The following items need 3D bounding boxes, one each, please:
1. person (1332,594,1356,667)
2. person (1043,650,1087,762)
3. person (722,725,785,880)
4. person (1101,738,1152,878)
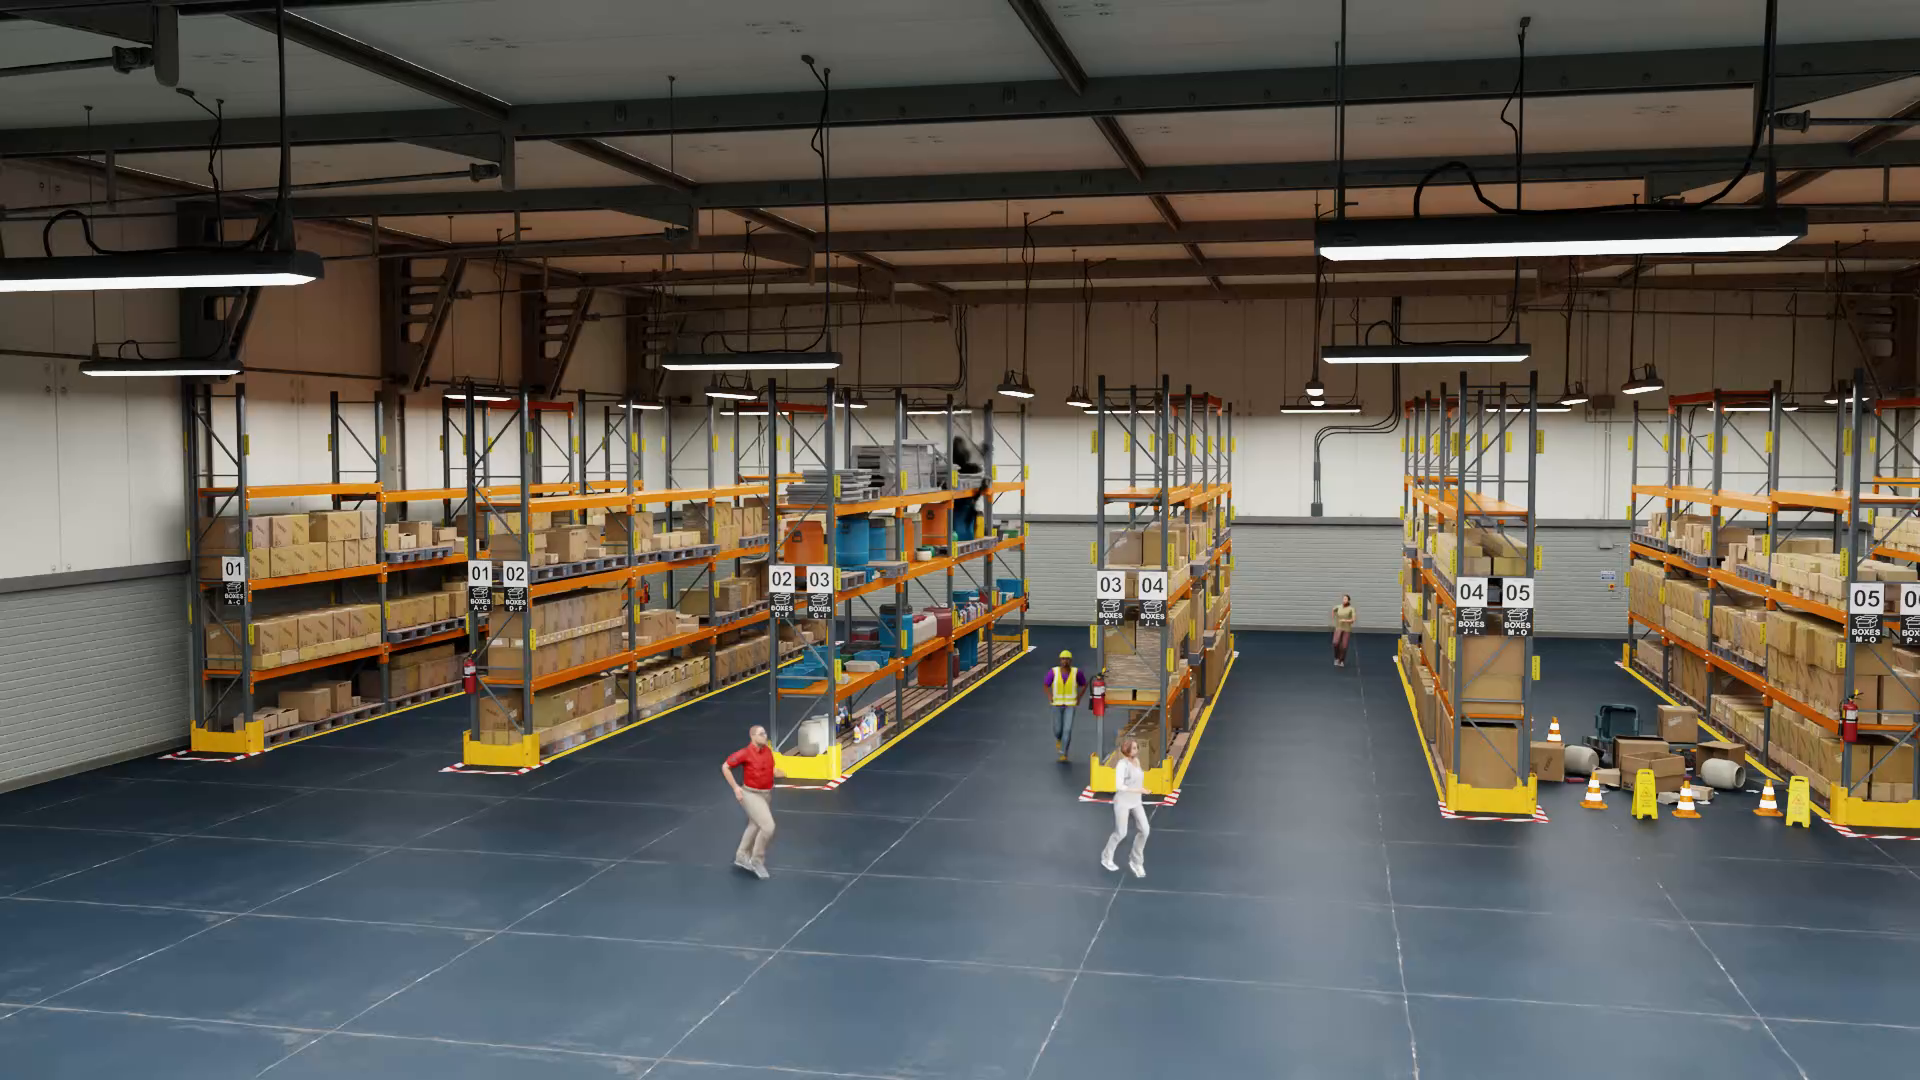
[{"bbox_3d":[8.615,2.031,37.367,0.567,1.629,0.671,1,3,20],"label":"person"},{"bbox_3d":[1.673,2.617,26.438,0.697,1.743,0.768,0,3,5],"label":"person"},{"bbox_3d":[-2.338,3.044,19.334,0.699,1.781,0.646,2,4,25],"label":"person"},{"bbox_3d":[1.955,3.111,19.278,0.709,1.653,0.554,3,5,44],"label":"person"}]
